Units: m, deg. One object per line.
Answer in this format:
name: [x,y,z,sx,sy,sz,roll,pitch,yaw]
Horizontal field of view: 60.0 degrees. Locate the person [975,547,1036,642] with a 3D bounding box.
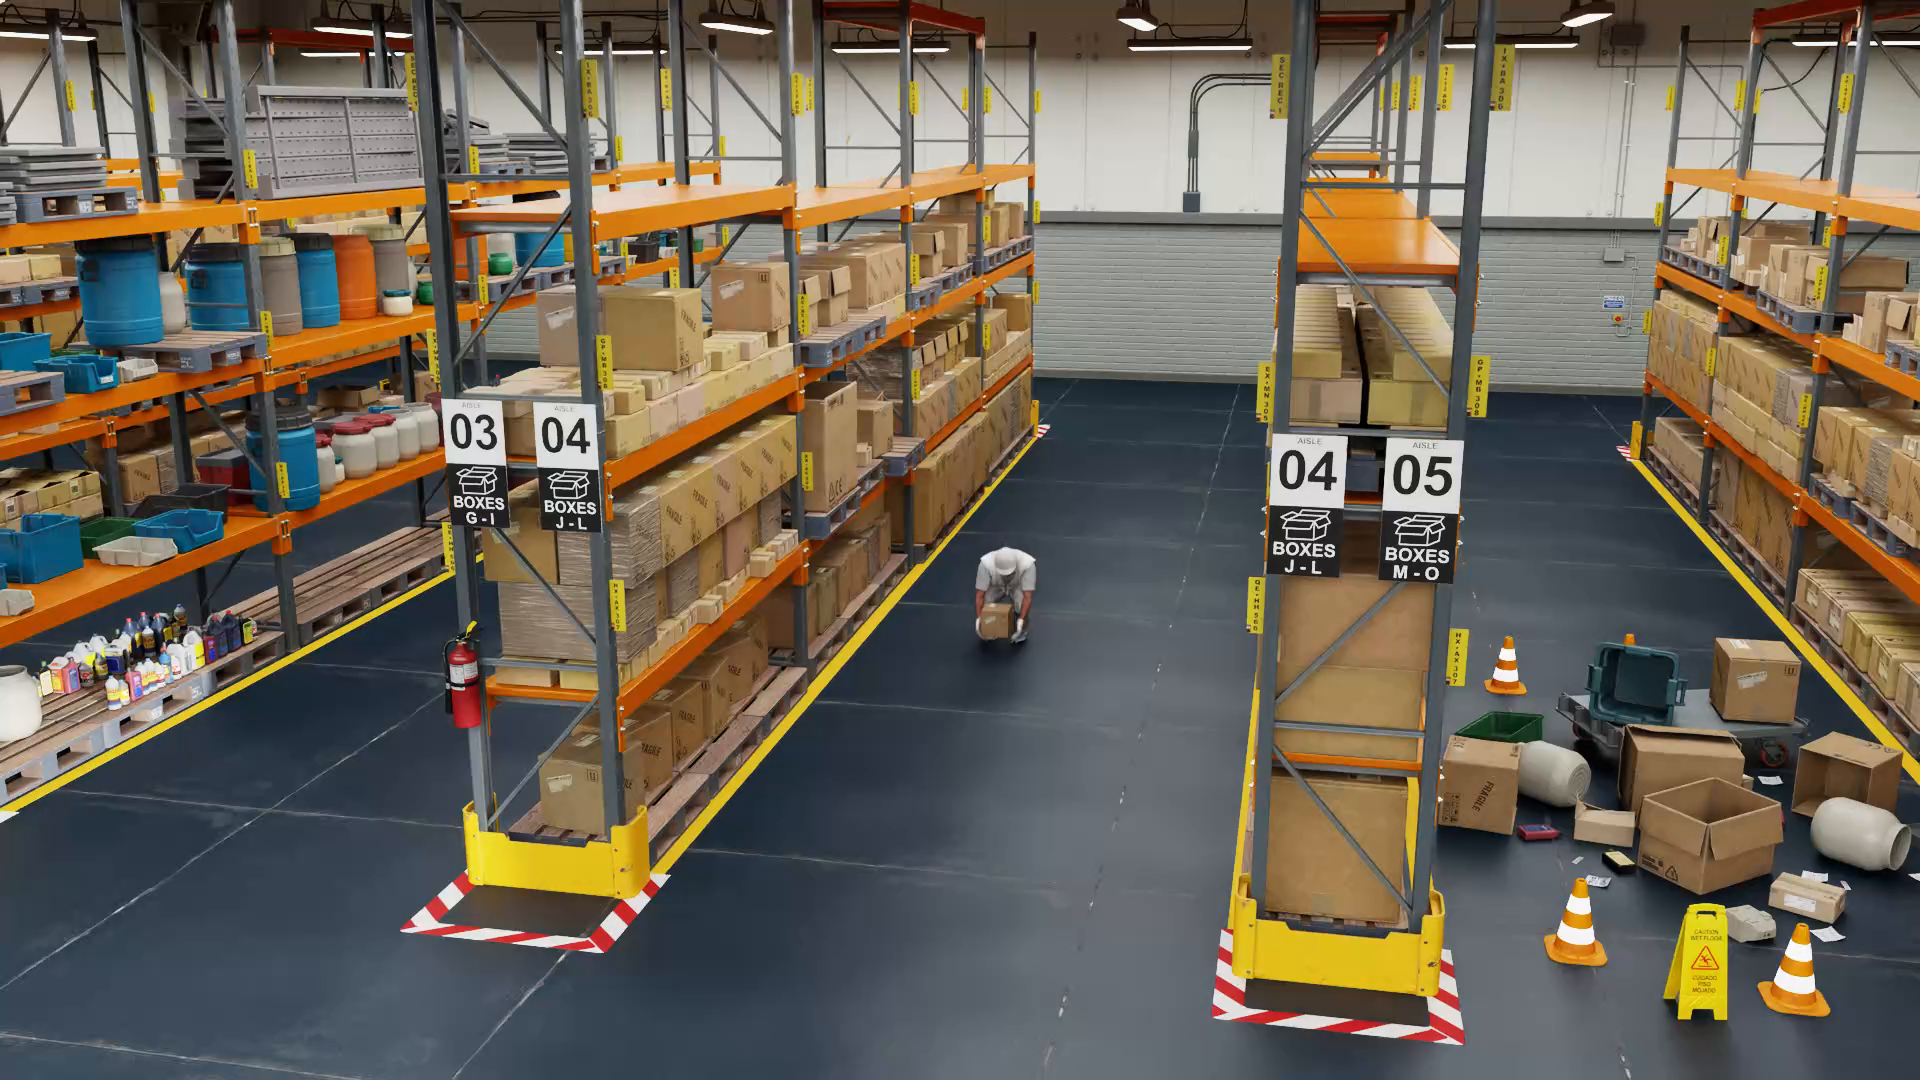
person: [0.446,0.483,15.653,0.576,1.013,0.915,3,15,11]
